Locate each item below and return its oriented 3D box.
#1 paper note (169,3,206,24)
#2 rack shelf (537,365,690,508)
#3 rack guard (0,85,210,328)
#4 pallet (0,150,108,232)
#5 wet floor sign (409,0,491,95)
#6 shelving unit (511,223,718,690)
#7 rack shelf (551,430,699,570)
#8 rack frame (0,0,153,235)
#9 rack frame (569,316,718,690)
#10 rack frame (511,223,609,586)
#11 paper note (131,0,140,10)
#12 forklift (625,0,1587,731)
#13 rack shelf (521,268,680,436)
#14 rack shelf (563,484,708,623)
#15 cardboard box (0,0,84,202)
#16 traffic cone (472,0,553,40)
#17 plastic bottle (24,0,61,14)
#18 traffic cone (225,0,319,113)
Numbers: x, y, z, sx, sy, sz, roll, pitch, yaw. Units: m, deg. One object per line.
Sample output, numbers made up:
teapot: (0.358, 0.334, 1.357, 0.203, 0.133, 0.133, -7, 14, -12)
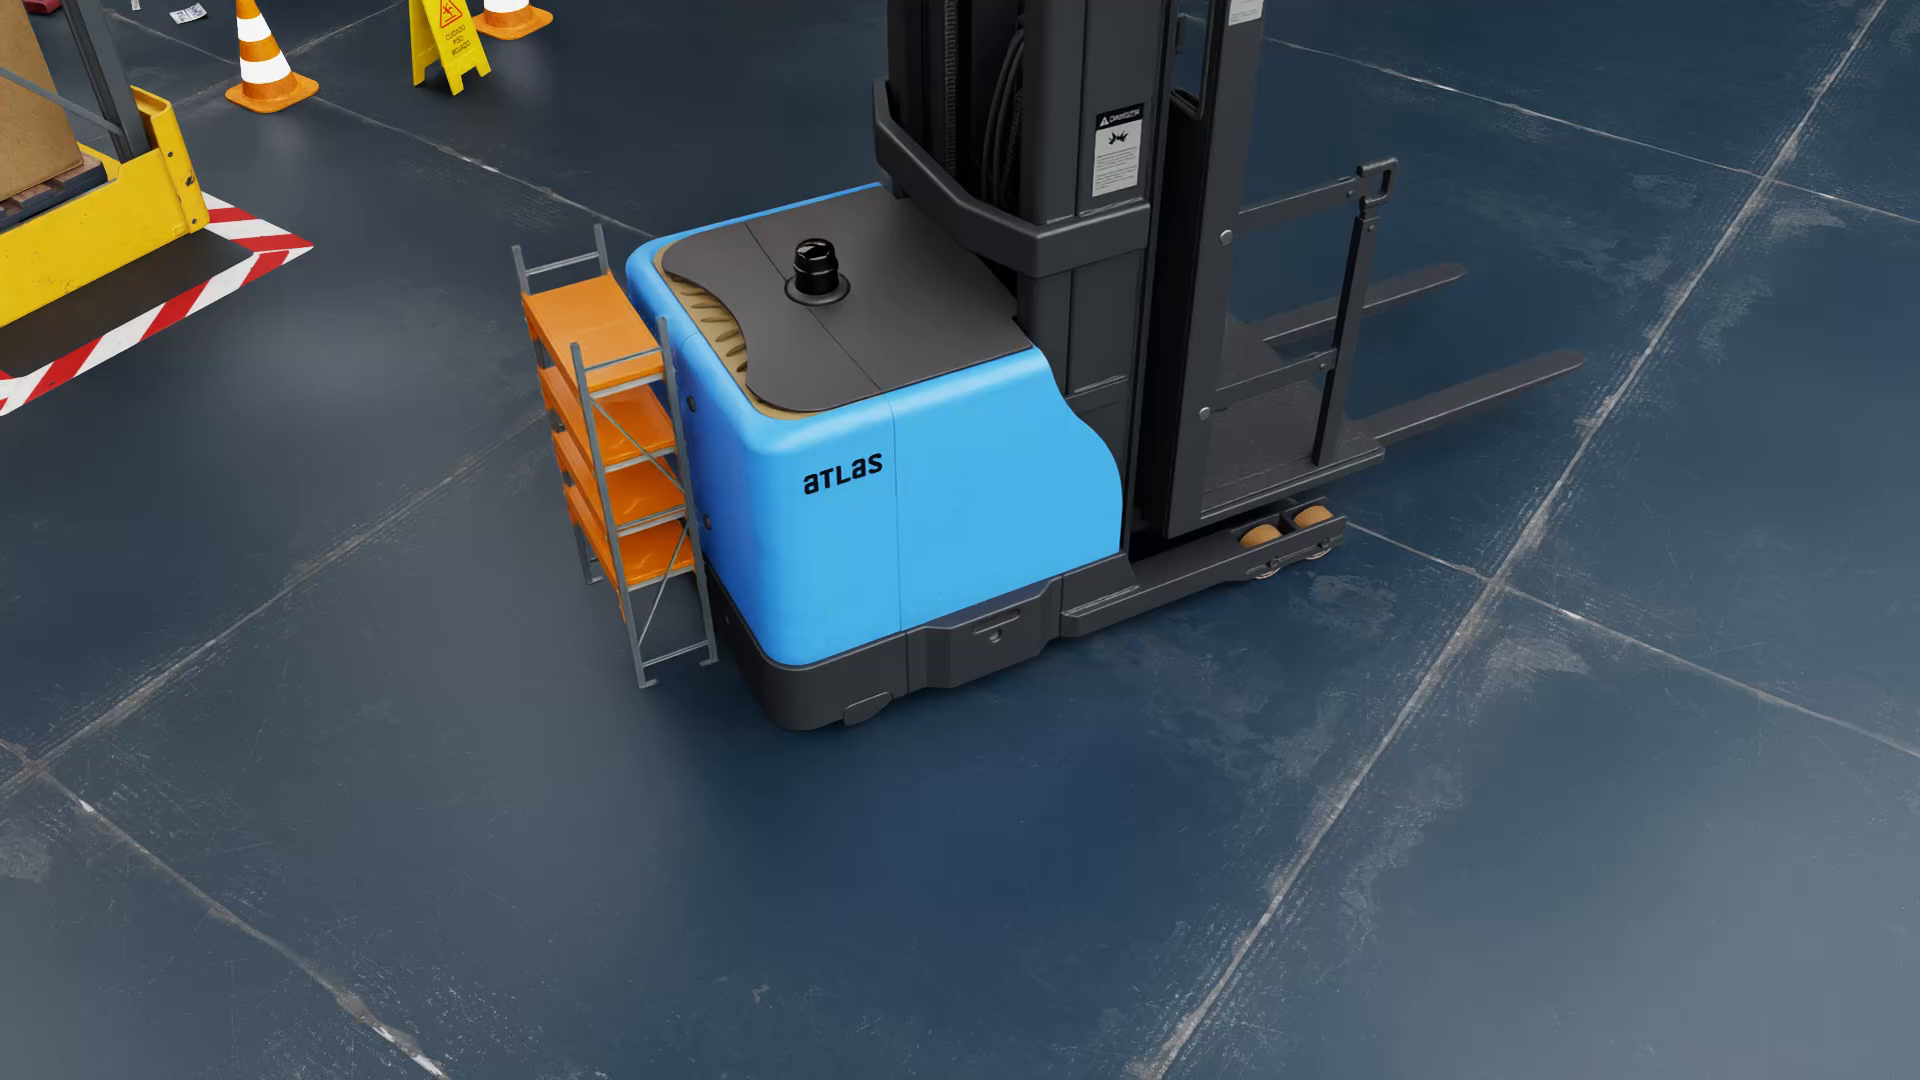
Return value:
paper note: (-3.758, -2.565, 8.095, 0.144, 0.017, 0.142, -25, 48, -25)
rack shelf: (-0.934, -0.319, 4.470, 0.258, 0.148, 0.480, -20, 45, -20)
rack guard: (-3.463, -1.220, 6.238, 0.348, 0.500, 1.175, 25, 48, 25)
pallet: (-4.183, -1.385, 6.639, 1.213, 0.211, 1.003, 25, 48, 25)
wet floor sign: (-2.322, -2.353, 7.396, 0.232, 0.644, 0.267, 17, 45, 18)
shelving unit: (-0.933, -0.203, 4.575, 0.258, 1.200, 0.503, -20, 45, -20)
rack shelf: (-0.932, -0.153, 4.620, 0.258, 0.148, 0.480, -20, 45, -20)
rack frame: (-3.483, -2.160, 5.415, 0.127, 3.000, 1.000, 25, 48, 25)
rack frame: (-0.820, -0.058, 4.413, 0.240, 1.200, 0.015, -20, 45, -20)
rack frame: (-1.046, -0.347, 4.736, 0.240, 1.200, 0.015, -20, 45, -20)
paper note: (-4.060, -2.636, 8.188, 0.032, 0.001, 0.123, -17, 45, -18)
forklift: (0.619, -1.267, 4.468, 3.031, 2.935, 1.130, -19, 45, -20)
rack shelf: (-0.936, -0.494, 4.311, 0.258, 0.148, 0.480, -20, 45, -20)
rack shelf: (-0.931, -0.005, 4.753, 0.258, 0.148, 0.480, -20, 45, -20)
cardboard box: (-4.076, -1.749, 6.233, 0.875, 0.875, 0.875, 25, 48, 26)
traffic cone: (-2.175, -2.680, 7.898, 0.334, 0.463, 0.336, 25, 48, 25)
plastic bottle: (-4.467, -2.684, 8.204, 0.133, 0.061, 0.283, 10, 43, 11)
traffic cone: (-3.102, -2.194, 7.355, 0.334, 0.463, 0.336, 25, 48, 25)
